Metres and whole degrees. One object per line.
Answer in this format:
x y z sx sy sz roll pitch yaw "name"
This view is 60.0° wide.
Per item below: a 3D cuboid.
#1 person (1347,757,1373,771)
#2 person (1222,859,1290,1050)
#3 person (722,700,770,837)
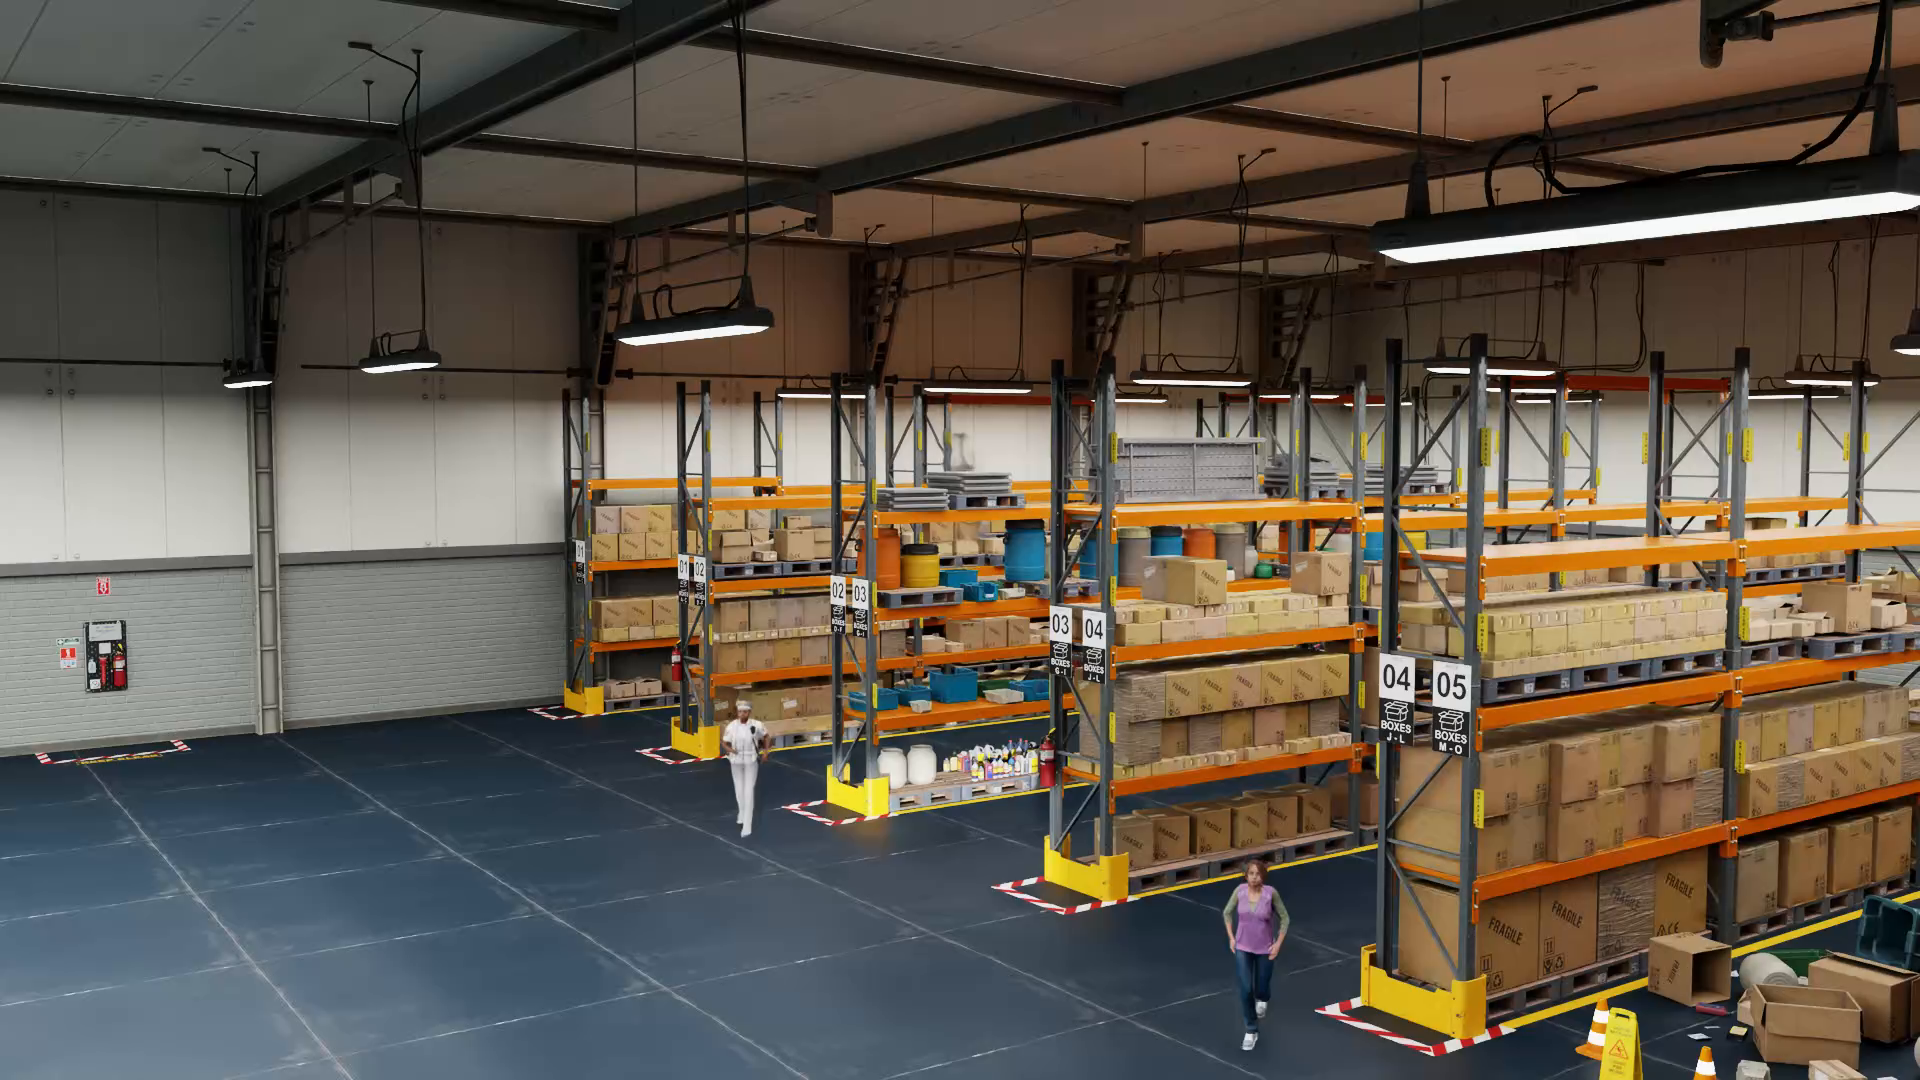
5.756 2.761 24.234 0.592 1.681 0.645 -3 5 -37 "person"
2.524 3.485 14.199 0.570 1.576 0.647 1 4 15 "person"
-2.793 2.931 21.659 0.594 1.741 0.804 0 4 1 "person"
